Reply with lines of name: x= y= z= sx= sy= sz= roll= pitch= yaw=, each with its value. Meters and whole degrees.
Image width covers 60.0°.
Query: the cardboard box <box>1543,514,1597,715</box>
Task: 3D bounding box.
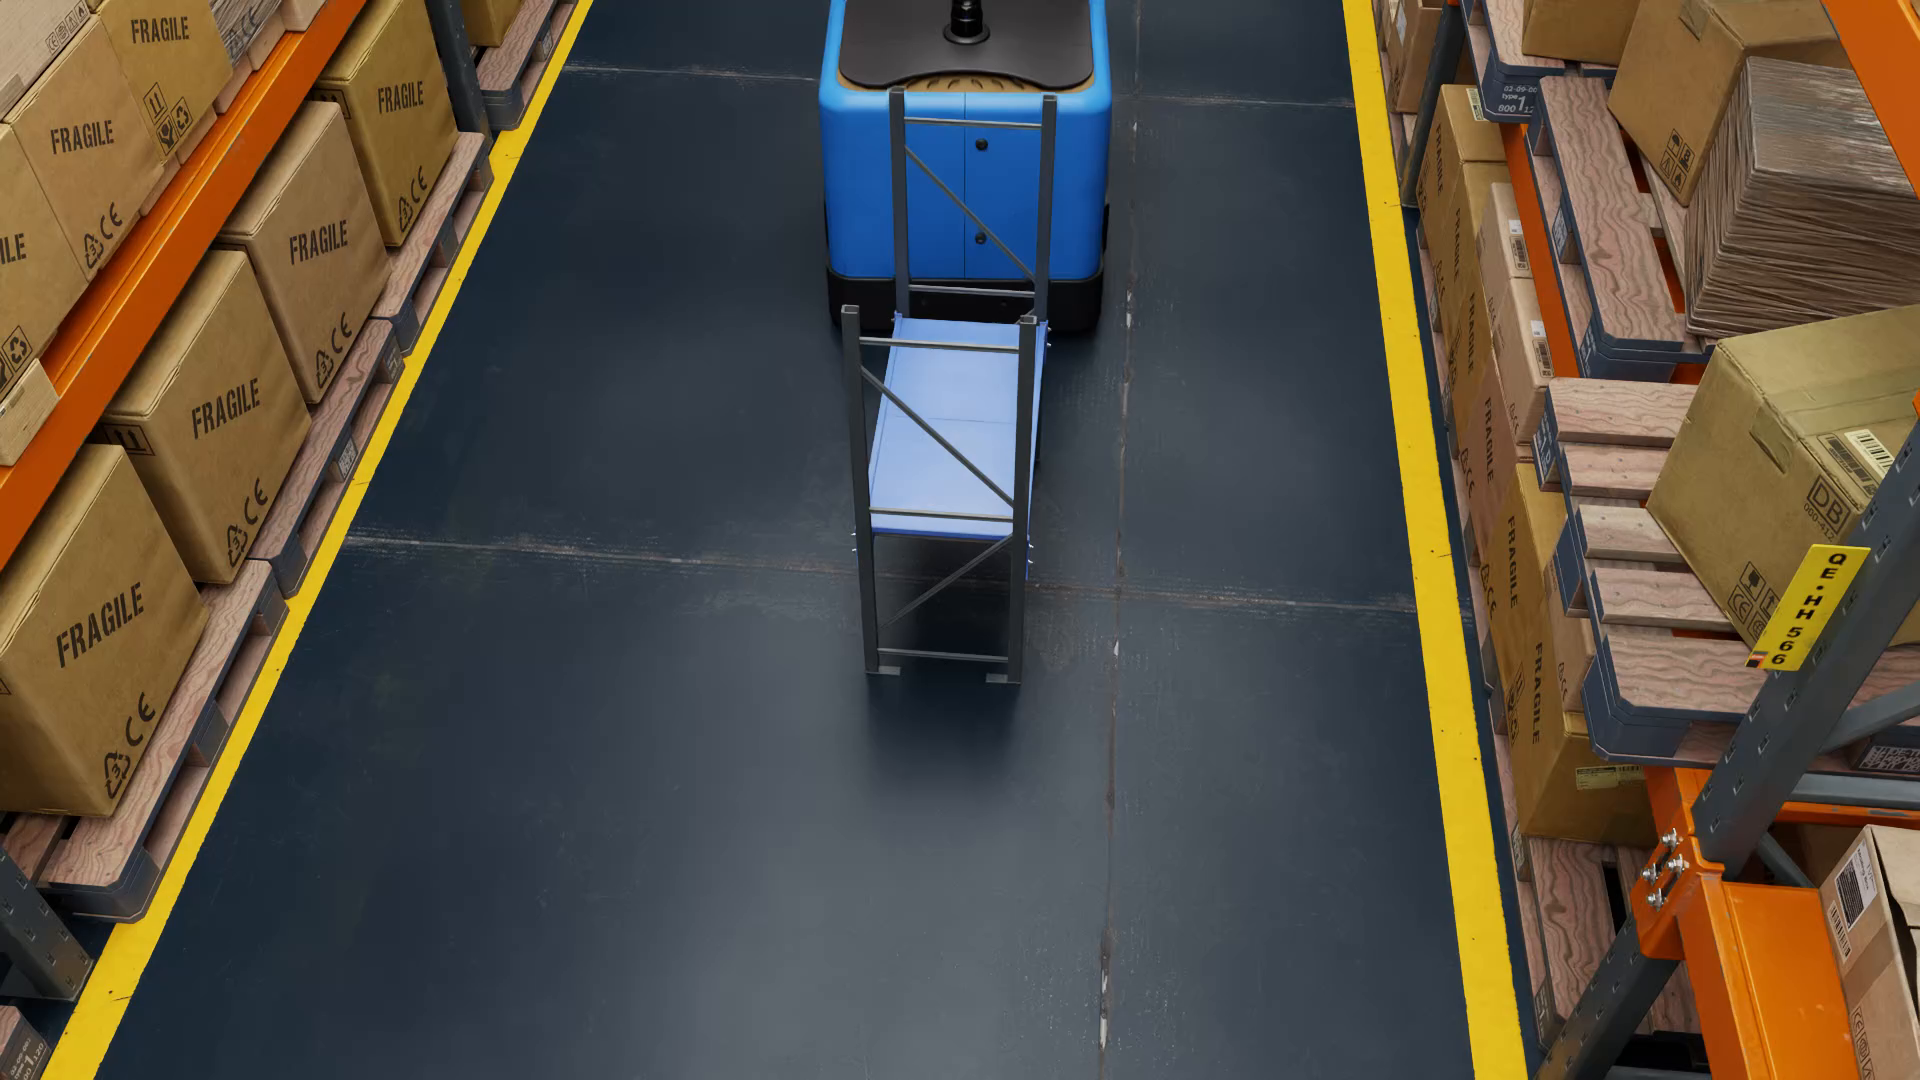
cardboard box: x=1.858 y=0.213 z=4.410 sx=0.500 sy=0.250 sz=0.500 roll=6 pitch=48 yaw=5

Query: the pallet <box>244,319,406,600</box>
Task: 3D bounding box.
pallet: x=-2.667 y=-0.342 z=5.920 sx=1.003 sy=0.211 sz=1.213 roll=4 pitch=48 yaw=4

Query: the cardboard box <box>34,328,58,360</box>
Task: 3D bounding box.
cardboard box: x=-2.627 y=-0.531 z=4.359 sx=0.380 sy=0.149 sz=0.250 roll=3 pitch=48 yaw=3

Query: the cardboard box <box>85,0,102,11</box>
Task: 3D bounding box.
cardboard box: x=-2.500 y=-1.664 z=4.448 sx=0.500 sy=0.250 sz=0.500 roll=3 pitch=48 yaw=3

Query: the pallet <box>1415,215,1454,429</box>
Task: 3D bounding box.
pallet: x=2.333 y=-0.883 z=6.414 sx=1.003 sy=0.211 sz=1.213 roll=4 pitch=48 yaw=4

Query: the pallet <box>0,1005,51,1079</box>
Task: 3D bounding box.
pallet: x=-3.001 y=1.700 z=4.052 sx=1.003 sy=0.211 sz=1.213 roll=4 pitch=48 yaw=4

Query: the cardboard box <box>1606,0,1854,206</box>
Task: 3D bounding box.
cardboard box: x=2.270 y=-1.297 z=4.551 sx=0.700 sy=0.500 sz=0.500 roll=-7 pitch=48 yaw=-6

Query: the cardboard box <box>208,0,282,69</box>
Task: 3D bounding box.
cardboard box: x=-2.445 y=-1.795 z=5.076 sx=0.500 sy=0.500 sz=0.500 roll=4 pitch=48 yaw=4

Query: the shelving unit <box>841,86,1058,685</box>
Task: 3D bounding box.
shelving unit: x=-0.008 y=-0.443 z=5.139 sx=0.538 sy=1.500 sz=1.048 roll=4 pitch=48 yaw=4

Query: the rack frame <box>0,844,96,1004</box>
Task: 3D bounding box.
rack frame: x=-2.928 y=0.185 z=3.548 sx=1.000 sy=3.000 sz=0.127 roll=4 pitch=48 yaw=4

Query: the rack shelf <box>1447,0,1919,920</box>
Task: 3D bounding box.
rack shelf: x=2.188 y=-0.712 z=4.856 sx=1.077 sy=0.370 sz=4.000 roll=4 pitch=48 yaw=4

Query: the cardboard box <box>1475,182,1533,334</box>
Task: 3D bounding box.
cardboard box: x=1.992 y=-0.908 z=5.435 sx=0.500 sy=0.250 sz=0.500 roll=4 pitch=48 yaw=4

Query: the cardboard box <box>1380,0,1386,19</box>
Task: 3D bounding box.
cardboard box: x=2.208 y=-2.654 z=7.669 sx=0.500 sy=0.311 sz=0.500 roll=4 pitch=48 yaw=4

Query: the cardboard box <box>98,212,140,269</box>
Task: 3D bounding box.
cardboard box: x=-2.578 y=-0.911 z=4.707 sx=0.380 sy=0.149 sz=0.250 roll=5 pitch=48 yaw=4

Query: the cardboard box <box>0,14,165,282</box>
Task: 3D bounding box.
cardboard box: x=-2.526 y=-1.045 z=4.390 sx=0.500 sy=0.500 sz=0.500 roll=4 pitch=48 yaw=3

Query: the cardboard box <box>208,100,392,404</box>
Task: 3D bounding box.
cardboard box: x=-2.571 y=-1.031 z=5.832 sx=0.750 sy=0.750 sz=0.750 roll=5 pitch=48 yaw=5

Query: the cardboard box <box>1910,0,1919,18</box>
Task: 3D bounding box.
cardboard box: x=2.012 y=-0.854 z=2.397 sx=0.910 sy=0.500 sz=0.500 roll=4 pitch=48 yaw=4

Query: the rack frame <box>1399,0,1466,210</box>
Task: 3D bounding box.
rack frame: x=2.370 y=-2.424 z=5.934 sx=1.000 sy=3.000 sz=0.127 roll=4 pitch=48 yaw=4

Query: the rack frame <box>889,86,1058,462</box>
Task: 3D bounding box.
rack frame: x=0.039 y=-0.817 z=5.481 sx=0.500 sy=1.500 sz=0.032 roll=4 pitch=48 yaw=4

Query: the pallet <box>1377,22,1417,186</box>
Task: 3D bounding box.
pallet: x=2.433 y=-1.988 z=7.425 sx=1.003 sy=0.211 sz=1.213 roll=4 pitch=48 yaw=4

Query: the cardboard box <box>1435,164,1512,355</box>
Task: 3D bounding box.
cardboard box: x=2.046 y=-0.997 z=6.025 sx=0.500 sy=0.500 sz=0.500 roll=4 pitch=48 yaw=4

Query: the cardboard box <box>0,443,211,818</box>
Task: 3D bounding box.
cardboard box: x=-2.730 y=0.237 z=4.673 sx=0.750 sy=0.750 sz=0.750 roll=3 pitch=48 yaw=3

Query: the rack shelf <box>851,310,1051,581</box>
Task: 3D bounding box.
rack shelf: x=-0.008 y=-0.322 z=5.272 sx=0.538 sy=0.185 sz=1.000 roll=4 pitch=48 yaw=4

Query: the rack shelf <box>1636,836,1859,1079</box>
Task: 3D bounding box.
rack shelf: x=1.823 y=2.228 z=2.167 sx=1.077 sy=0.370 sz=4.000 roll=4 pitch=48 yaw=4

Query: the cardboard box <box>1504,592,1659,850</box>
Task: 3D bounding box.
cardboard box: x=1.857 y=0.507 z=4.649 sx=0.500 sy=0.500 sz=0.500 roll=6 pitch=48 yaw=5

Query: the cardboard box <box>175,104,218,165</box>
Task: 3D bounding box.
cardboard box: x=-2.508 y=-1.284 z=5.048 sx=0.380 sy=0.149 sz=0.250 roll=5 pitch=48 yaw=5

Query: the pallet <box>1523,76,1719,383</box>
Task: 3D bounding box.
pallet: x=2.178 y=-0.849 z=4.624 sx=1.003 sy=0.211 sz=1.213 roll=4 pitch=48 yaw=4

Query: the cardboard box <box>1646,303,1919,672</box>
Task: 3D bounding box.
cardboard box: x=1.950 y=-0.131 z=3.484 sx=0.700 sy=0.500 sz=0.500 roll=-11 pitch=48 yaw=-10

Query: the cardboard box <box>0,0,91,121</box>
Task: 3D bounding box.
cardboard box: x=-2.540 y=-1.288 z=4.104 sx=0.500 sy=0.250 sz=0.500 roll=4 pitch=48 yaw=4

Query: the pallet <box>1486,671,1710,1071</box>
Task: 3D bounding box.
pallet: x=2.111 y=0.910 z=4.774 sx=1.003 sy=0.211 sz=1.213 roll=4 pitch=48 yaw=4

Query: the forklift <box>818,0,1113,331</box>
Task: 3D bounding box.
forklift: x=0.042 y=-2.865 z=6.384 sx=1.130 sy=2.935 sz=3.031 roll=1 pitch=48 yaw=1

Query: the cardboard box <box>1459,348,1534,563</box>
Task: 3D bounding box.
cardboard box: x=1.946 y=-0.259 z=5.350 sx=0.500 sy=0.500 sz=0.500 roll=2 pitch=48 yaw=2

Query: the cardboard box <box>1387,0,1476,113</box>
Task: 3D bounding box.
cardboard box: x=2.139 y=-2.167 z=7.095 sx=0.500 sy=0.500 sz=0.500 roll=4 pitch=48 yaw=4

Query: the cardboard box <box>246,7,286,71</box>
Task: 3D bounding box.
cardboard box: x=-2.434 y=-1.661 z=5.393 sx=0.380 sy=0.149 sz=0.250 roll=4 pitch=48 yaw=4
